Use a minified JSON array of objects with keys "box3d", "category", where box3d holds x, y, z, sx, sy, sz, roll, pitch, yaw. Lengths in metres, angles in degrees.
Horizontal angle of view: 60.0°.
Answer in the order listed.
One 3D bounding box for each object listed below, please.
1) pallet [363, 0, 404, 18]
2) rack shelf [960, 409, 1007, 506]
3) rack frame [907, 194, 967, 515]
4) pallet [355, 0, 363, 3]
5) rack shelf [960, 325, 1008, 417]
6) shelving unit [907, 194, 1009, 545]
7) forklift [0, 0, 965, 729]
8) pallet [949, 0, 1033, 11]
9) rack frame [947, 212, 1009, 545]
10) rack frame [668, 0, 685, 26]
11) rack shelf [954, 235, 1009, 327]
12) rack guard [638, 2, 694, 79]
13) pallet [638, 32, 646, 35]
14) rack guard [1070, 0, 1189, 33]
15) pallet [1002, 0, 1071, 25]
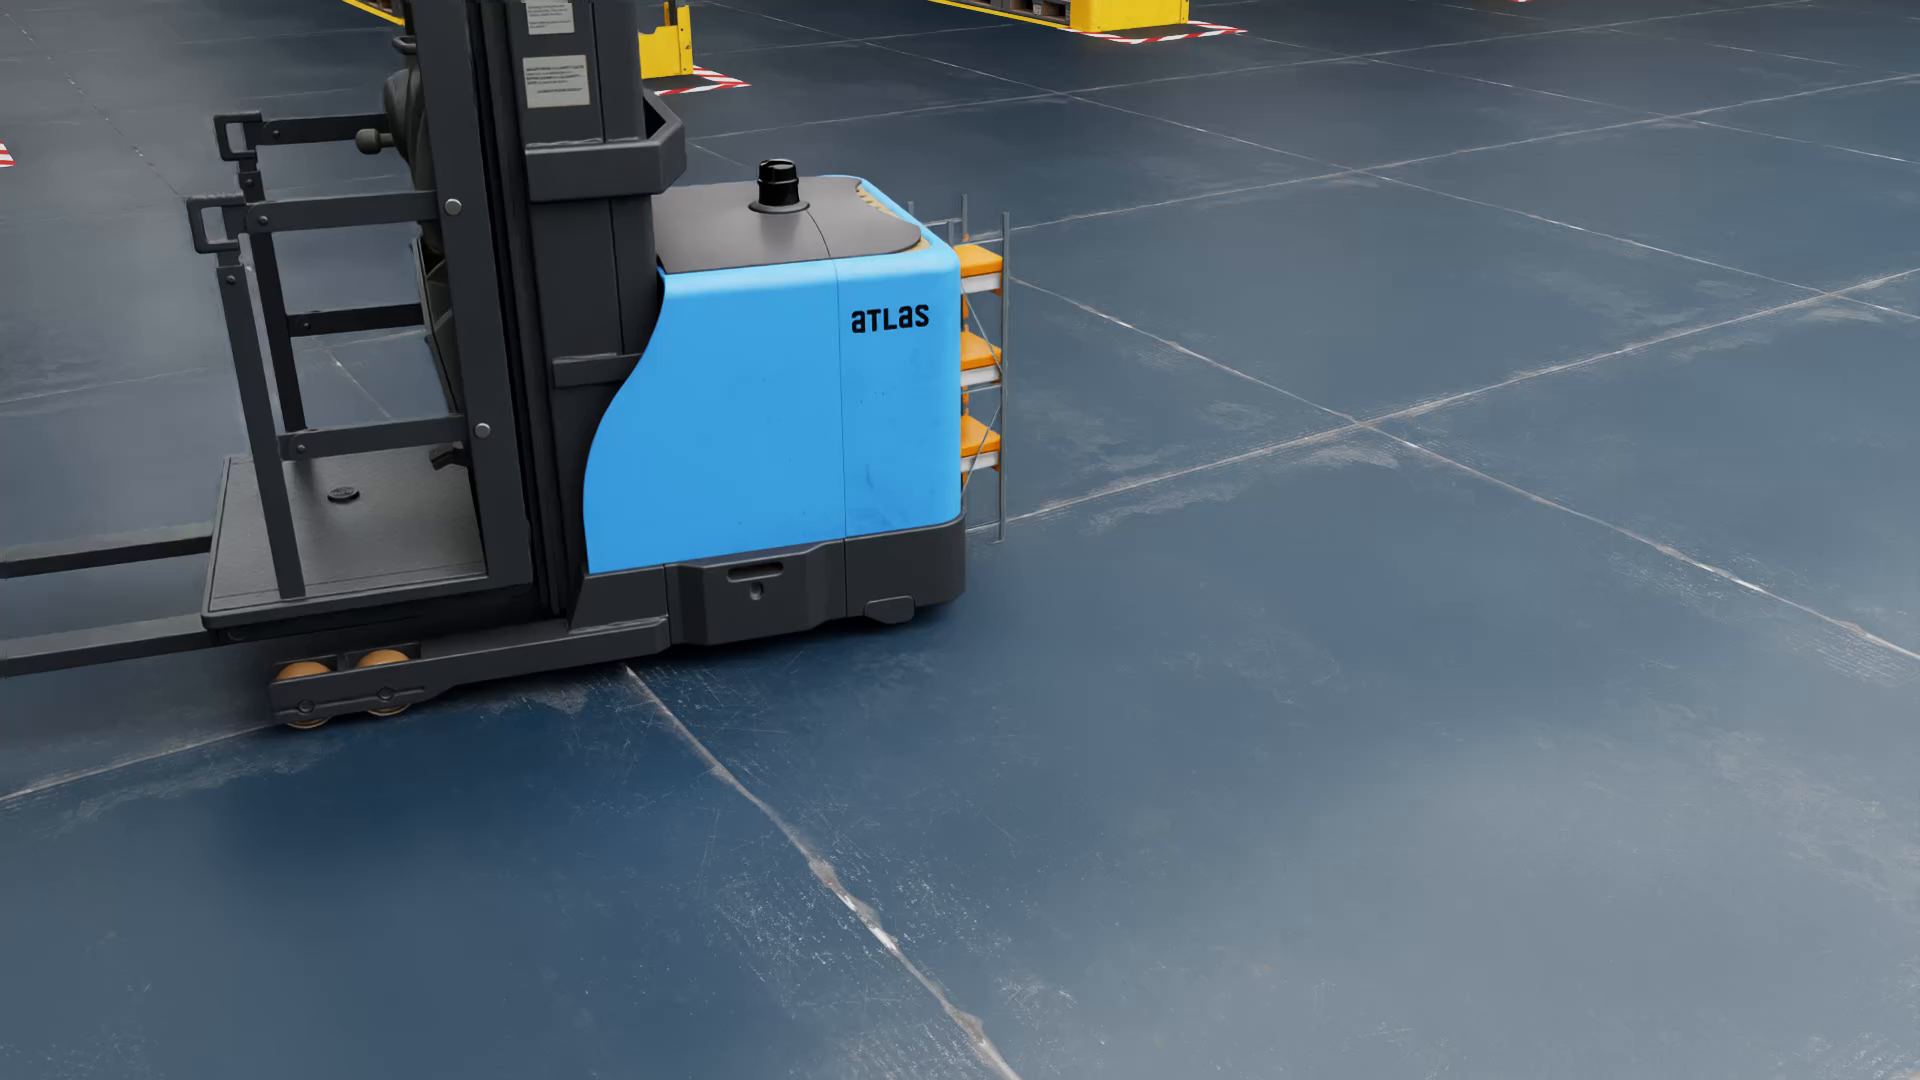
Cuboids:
[{"box3d":[-5.199,-5.336,16.306,1.003,0.211,1.213,-16,29,-30],"category":"pallet"},{"box3d":[-0.007,-0.233,5.190,0.215,0.259,0.240,-13,28,-26],"category":"rack shelf"},{"box3d":[-0.067,-0.539,5.163,0.200,1.050,0.008,-13,28,-26],"category":"rack frame"},{"box3d":[-5.869,-5.773,17.232,1.003,0.211,1.213,-16,29,-30],"category":"pallet"},{"box3d":[-0.007,-0.484,5.071,0.215,0.259,0.240,-13,28,-26],"category":"rack shelf"},{"box3d":[-0.007,-0.494,5.067,0.215,1.050,0.252,-13,28,-26],"category":"shelving unit"},{"box3d":[-1.559,-1.099,4.144,3.031,2.935,1.130,-8,27,-17],"category":"forklift"},{"box3d":[0.478,-5.550,16.759,1.003,0.211,1.213,-16,29,-30],"category":"pallet"},{"box3d":[0.053,-0.449,4.970,0.200,1.050,0.008,-13,28,-26],"category":"rack frame"},{"box3d":[-2.554,-4.895,12.105,1.000,3.000,0.127,-16,29,-30],"category":"rack frame"},{"box3d":[-0.007,-0.741,4.950,0.215,0.259,0.240,-13,28,-26],"category":"rack shelf"},{"box3d":[-2.635,-3.780,12.673,1.175,0.500,0.348,-16,29,-30],"category":"rack guard"},{"box3d":[-3.074,-3.942,13.352,1.003,0.211,1.213,-16,29,-30],"category":"pallet"},{"box3d":[1.554,-4.946,15.141,1.175,0.500,0.348,-16,29,-30],"category":"rack guard"},{"box3d":[1.140,-5.114,15.836,1.003,0.211,1.213,-16,29,-30],"category":"pallet"}]
